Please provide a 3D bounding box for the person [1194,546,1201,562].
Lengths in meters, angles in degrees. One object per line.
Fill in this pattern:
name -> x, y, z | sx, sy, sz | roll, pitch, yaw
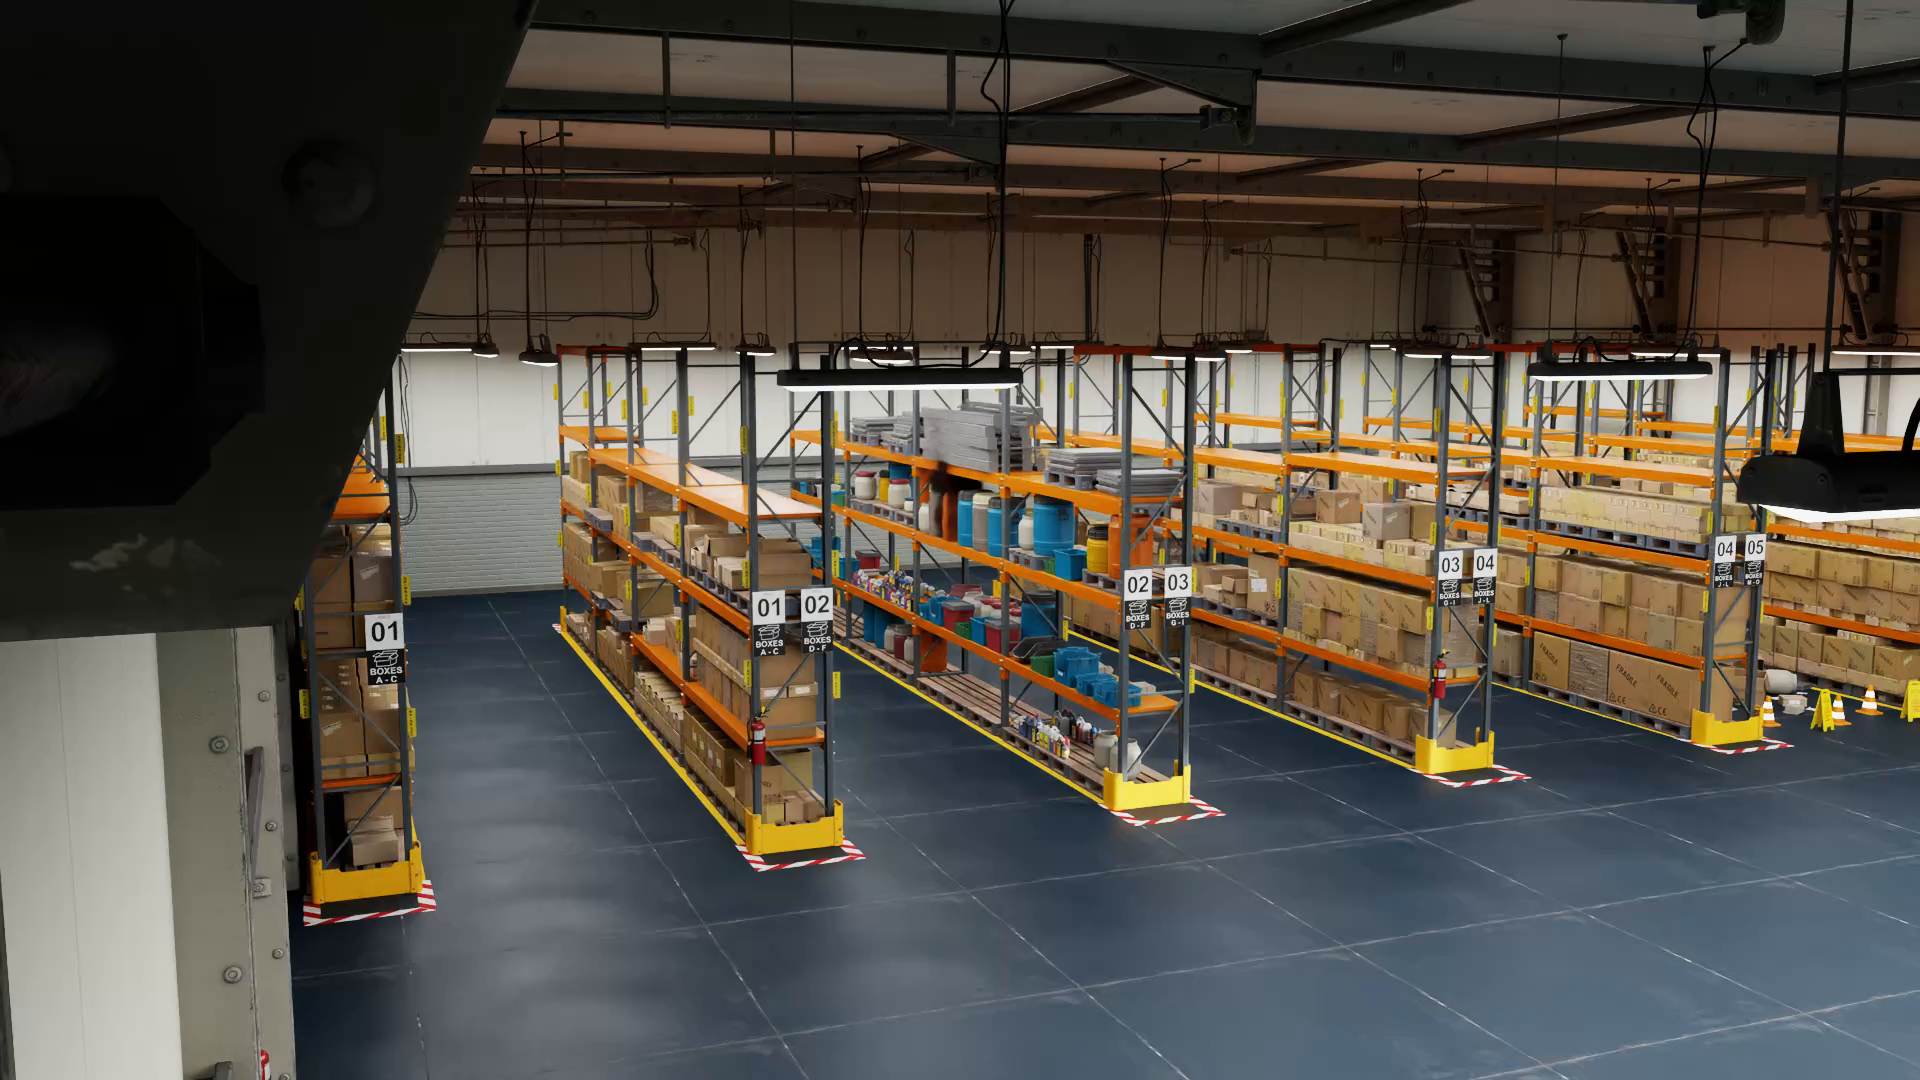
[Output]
person -> 6.042, 0.042, 42.893 | 0.606, 1.759, 0.755 | 7, 10, 42
